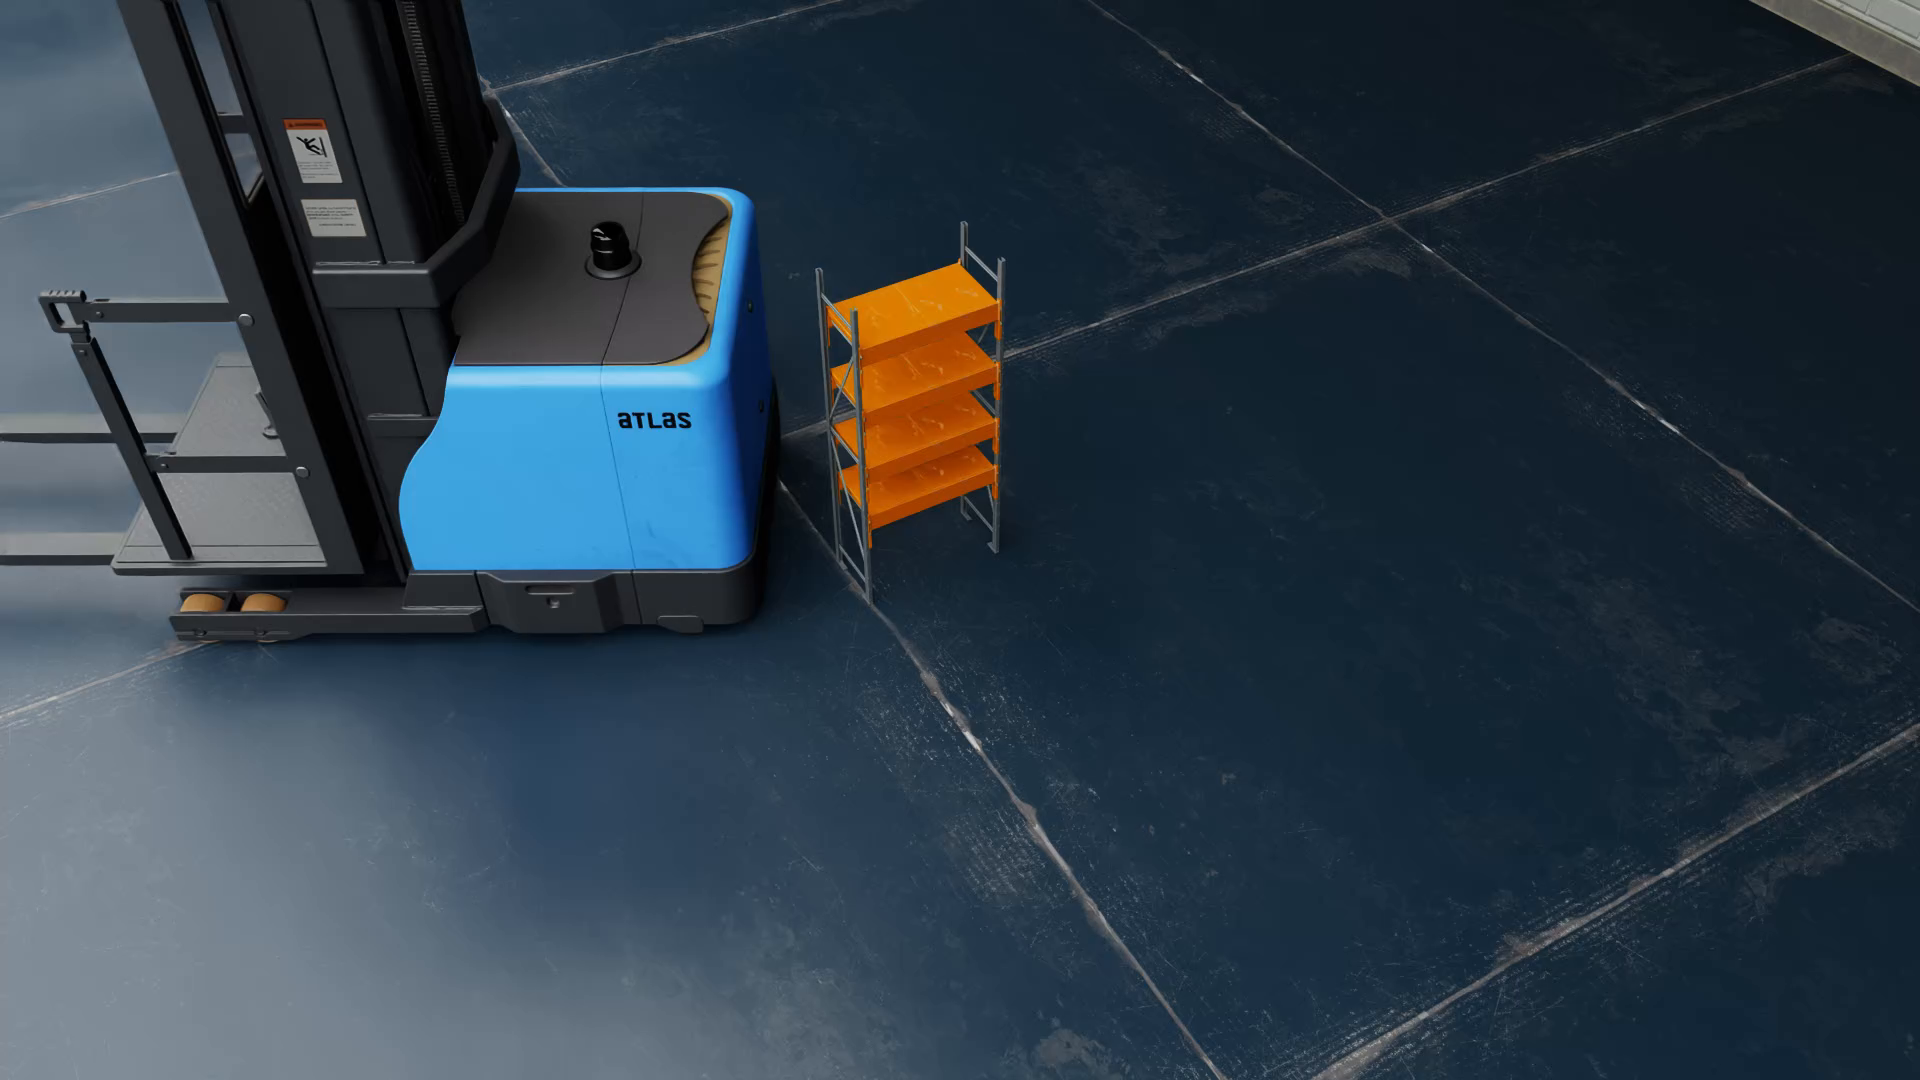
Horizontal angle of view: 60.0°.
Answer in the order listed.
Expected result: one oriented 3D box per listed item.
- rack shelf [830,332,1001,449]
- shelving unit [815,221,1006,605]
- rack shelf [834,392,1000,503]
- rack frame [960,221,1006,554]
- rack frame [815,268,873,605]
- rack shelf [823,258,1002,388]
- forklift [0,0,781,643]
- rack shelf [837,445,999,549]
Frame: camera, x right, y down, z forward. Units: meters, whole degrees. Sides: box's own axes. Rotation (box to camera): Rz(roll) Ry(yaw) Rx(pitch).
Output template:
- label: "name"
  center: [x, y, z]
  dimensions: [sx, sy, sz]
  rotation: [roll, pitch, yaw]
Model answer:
- label: "rack shelf"
  center: [-0.144, -0.485, 5.164]
  dimensions: [0.480, 0.148, 0.258]
  rotation: [-22, 48, -21]
- label: "shelving unit"
  center: [-0.144, -0.373, 5.273]
  dimensions: [0.503, 1.200, 0.258]
  rotation: [-22, 48, -21]
- label: "rack shelf"
  center: [-0.144, -0.325, 5.320]
  dimensions: [0.480, 0.148, 0.258]
  rotation: [-22, 48, -21]
- label: "rack frame"
  center: [0.068, -0.458, 5.360]
  dimensions: [0.015, 1.200, 0.240]
  rotation: [-22, 48, -21]
- label: "rack frame"
  center: [-0.355, -0.288, 5.186]
  dimensions: [0.015, 1.200, 0.240]
  rotation: [-22, 48, -21]
- label: "rack shelf"
  center: [-0.144, -0.655, 4.999]
  dimensions: [0.480, 0.148, 0.258]
  rotation: [-22, 48, -21]
- label: "forklift"
  center: [-2.163, -1.089, 4.768]
  dimensions: [3.031, 2.935, 1.130]
  rotation: [0, 44, 0]
- label: "rack shelf"
  center: [-0.144, -0.182, 5.458]
  dimensions: [0.480, 0.148, 0.258]
  rotation: [-22, 48, -21]
